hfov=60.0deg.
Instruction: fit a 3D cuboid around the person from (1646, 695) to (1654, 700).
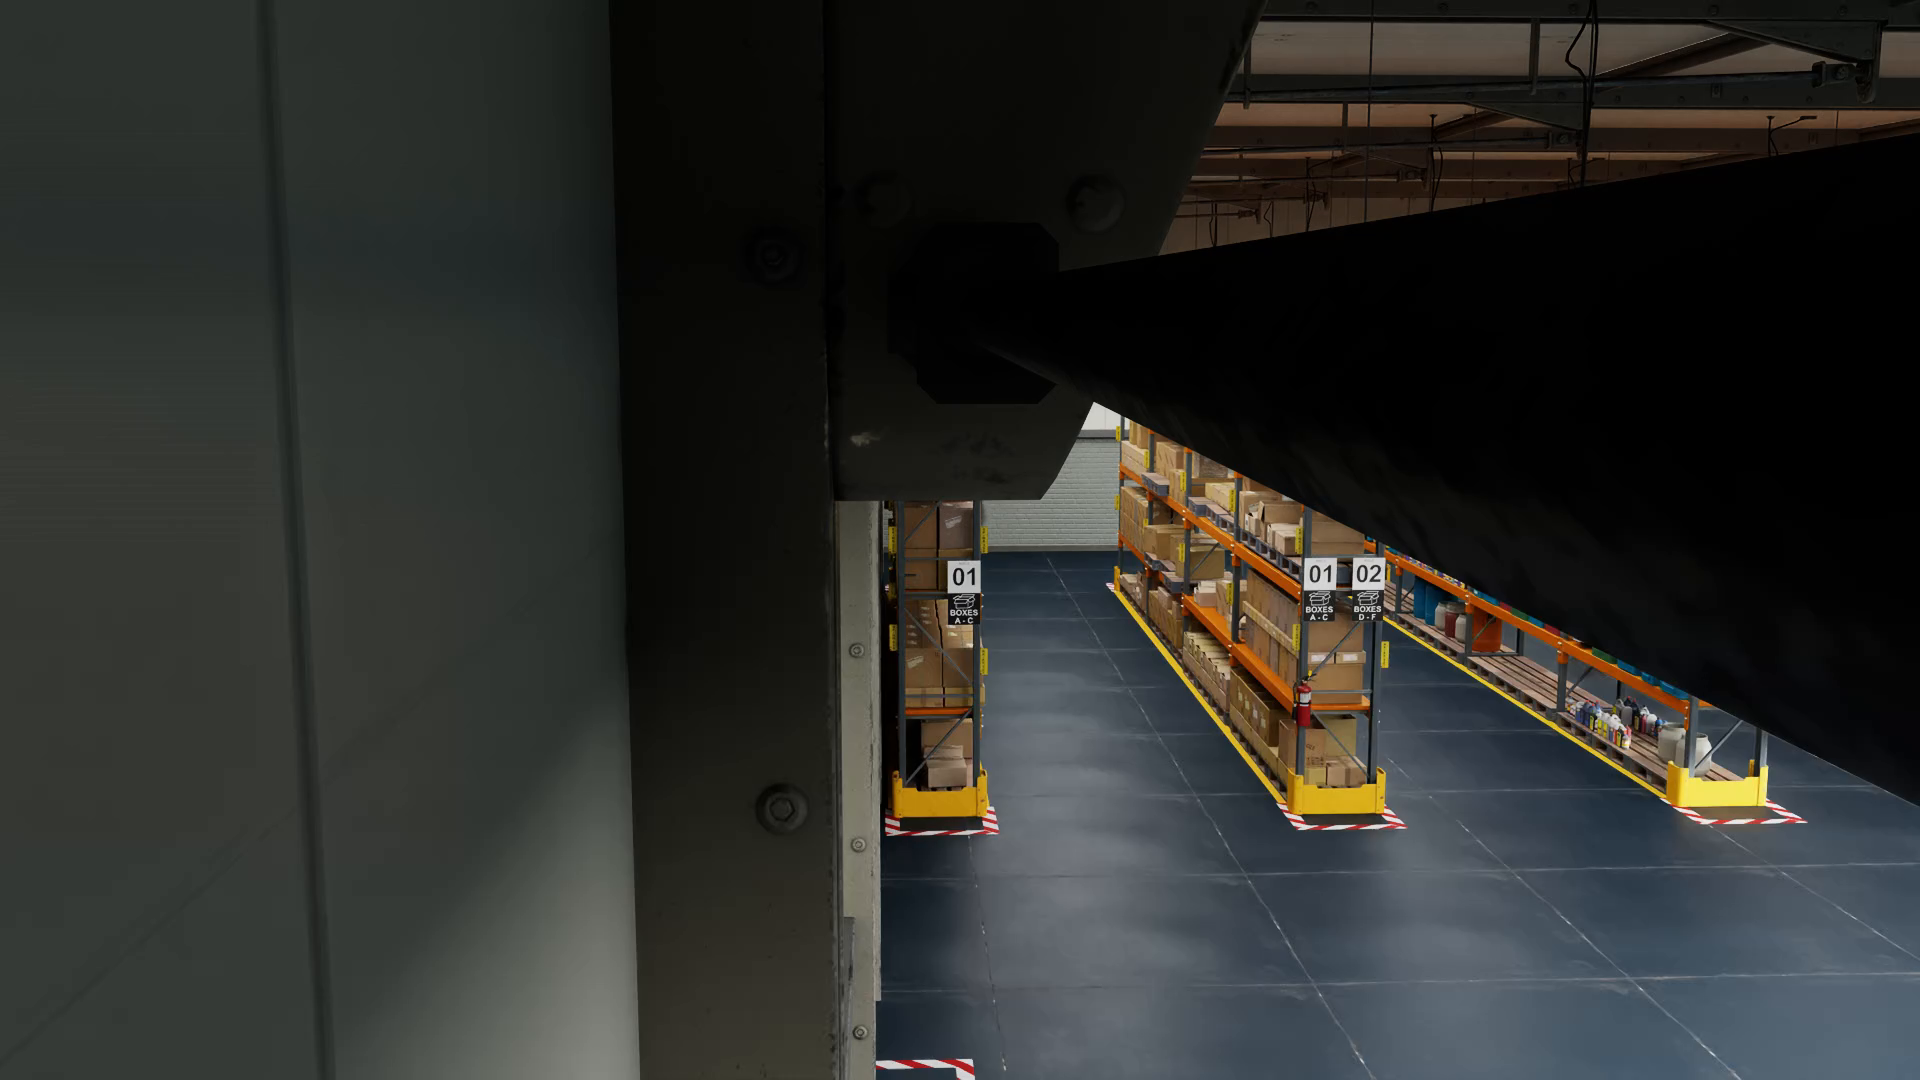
[{"bbox_3d":[11.074,1.723,26.521,0.538,1.657,0.781,-3,9,-20],"label":"person"}]
